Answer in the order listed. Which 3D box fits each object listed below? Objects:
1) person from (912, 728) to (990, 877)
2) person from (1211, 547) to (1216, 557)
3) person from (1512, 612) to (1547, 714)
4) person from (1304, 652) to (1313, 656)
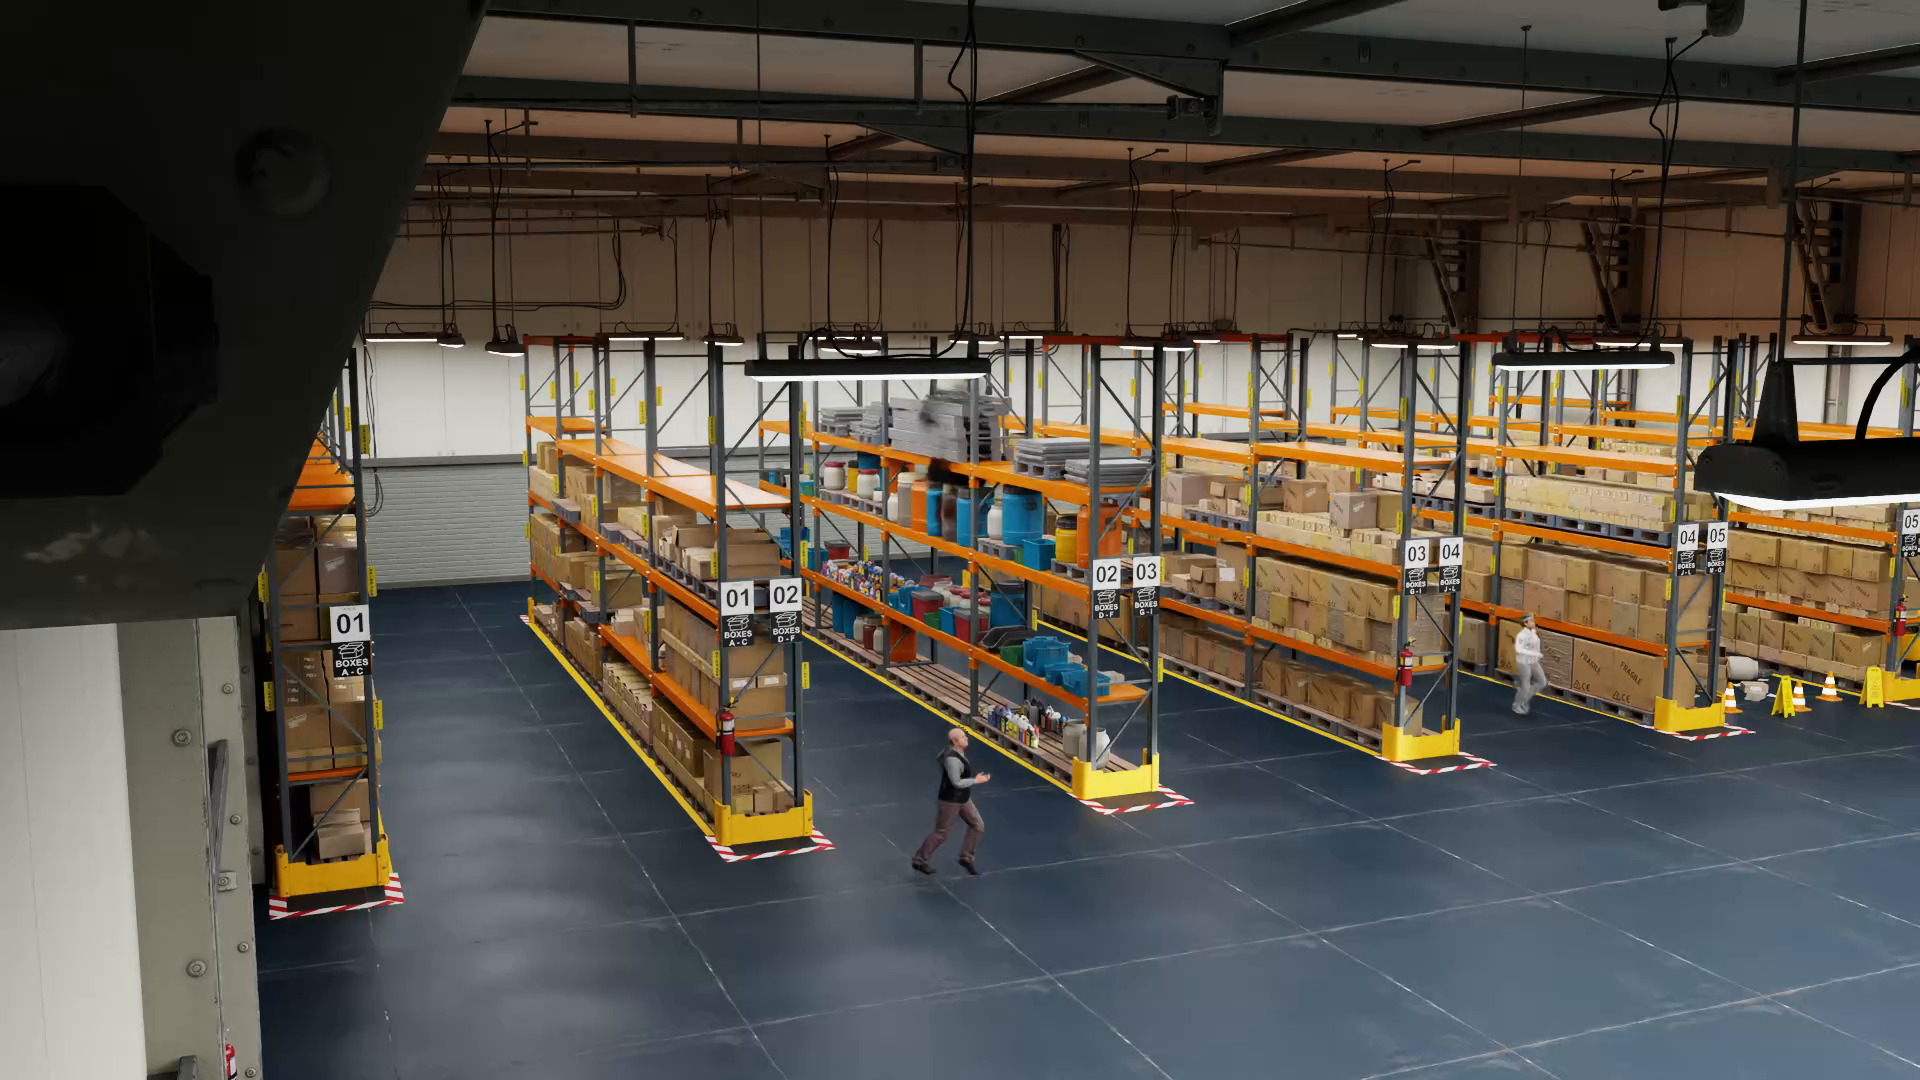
[{"bbox_3d":[-0.087,2.986,18.867,0.884,1.762,0.661,1,8,10],"label":"person"},{"bbox_3d":[6.554,-0.096,42.238,0.644,1.634,0.547,-5,9,-31],"label":"person"},{"bbox_3d":[9.103,1.970,26.558,0.671,1.669,0.562,-6,10,-38],"label":"person"},{"bbox_3d":[6.663,1.365,31.178,0.587,1.653,0.528,-4,8,-25],"label":"person"}]
